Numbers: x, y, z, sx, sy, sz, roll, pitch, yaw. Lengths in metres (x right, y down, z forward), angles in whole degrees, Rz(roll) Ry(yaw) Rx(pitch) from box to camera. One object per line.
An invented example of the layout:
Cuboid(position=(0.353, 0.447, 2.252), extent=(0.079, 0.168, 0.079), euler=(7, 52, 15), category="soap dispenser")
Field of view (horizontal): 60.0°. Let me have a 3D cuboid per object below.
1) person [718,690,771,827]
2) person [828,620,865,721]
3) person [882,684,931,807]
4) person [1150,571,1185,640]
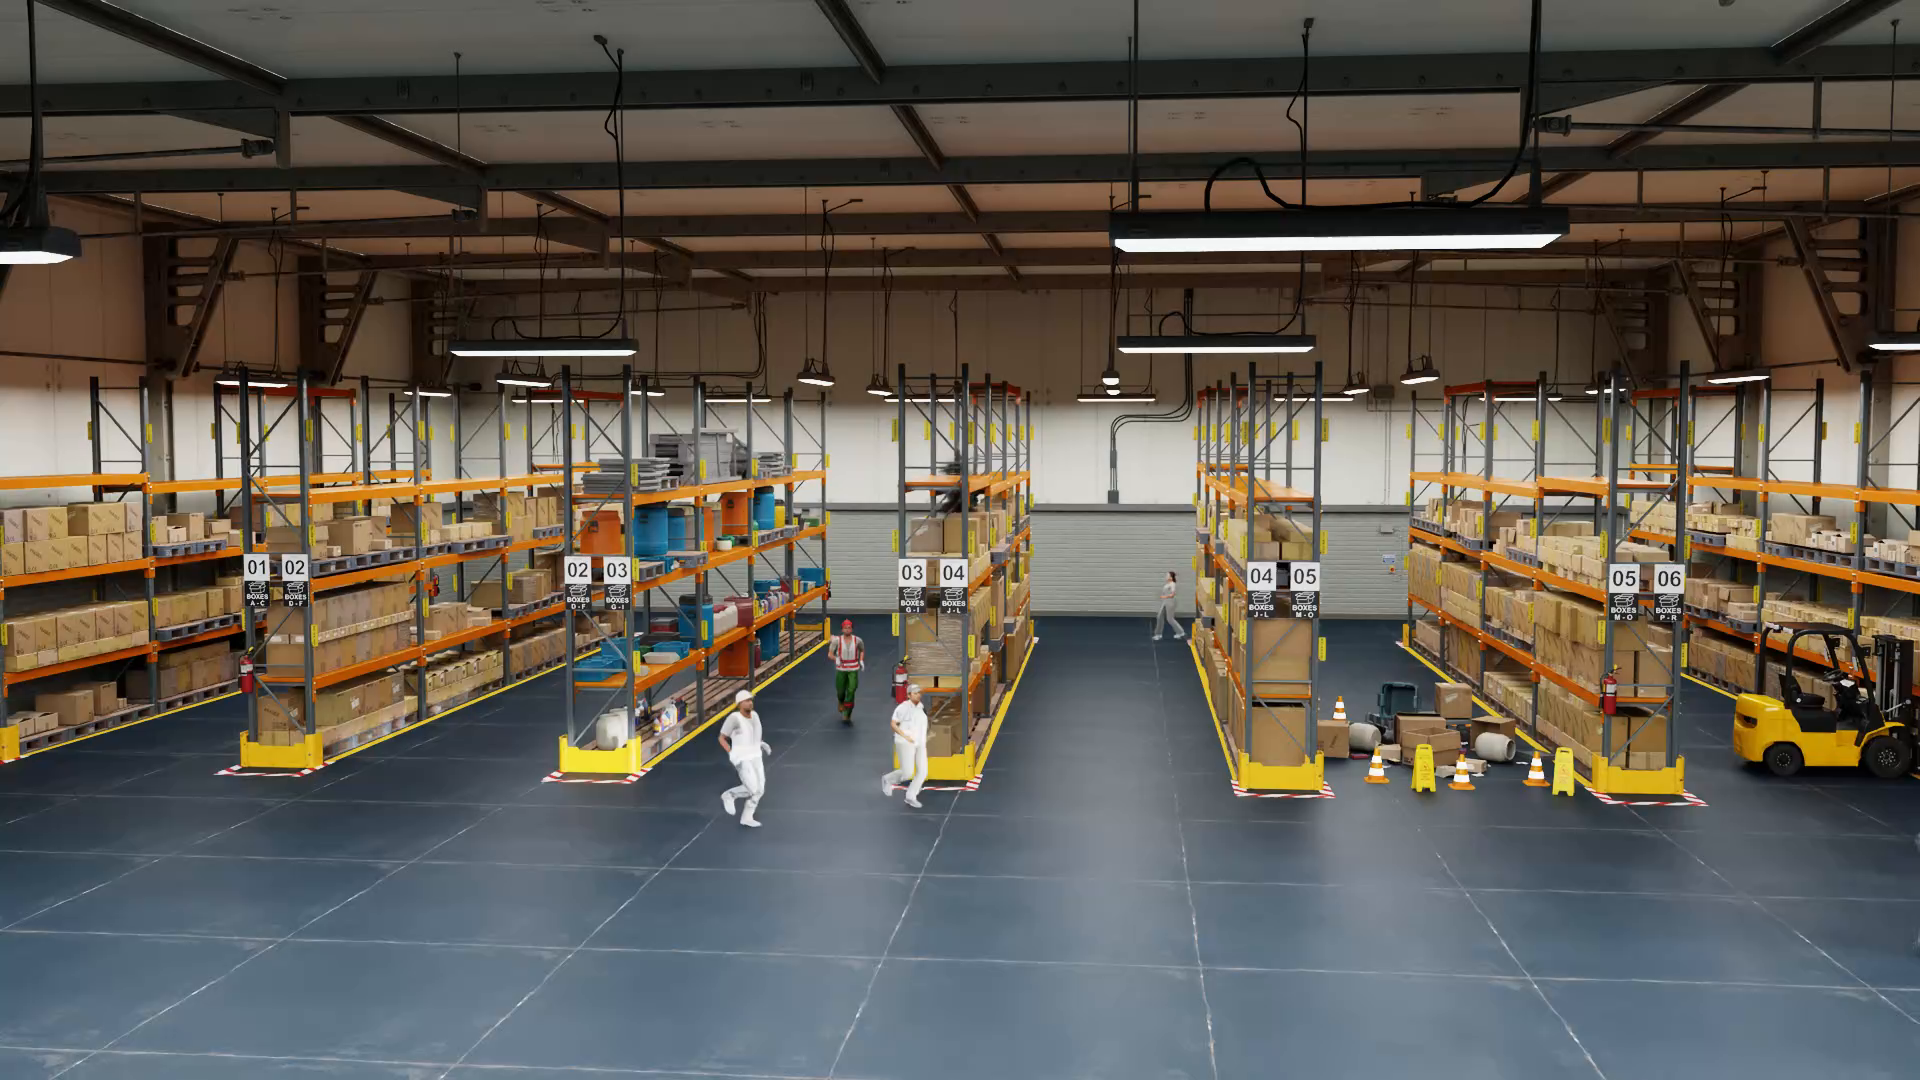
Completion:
Cuboid(position=(-2.738, 2.781, 21.226), extent=(0.595, 1.734, 0.696), euler=(2, 4, 34), category="person")
Cuboid(position=(-1.969, 2.266, 29.007), extent=(0.653, 1.750, 0.720), euler=(-1, 4, -8), category="person")
Cuboid(position=(-0.695, 2.760, 22.521), extent=(0.637, 1.639, 0.633), euler=(3, 5, 43), category="person")
Cuboid(position=(5.034, 1.599, 40.262), extent=(0.786, 1.695, 0.583), euler=(-1, 4, -9), category="person")
